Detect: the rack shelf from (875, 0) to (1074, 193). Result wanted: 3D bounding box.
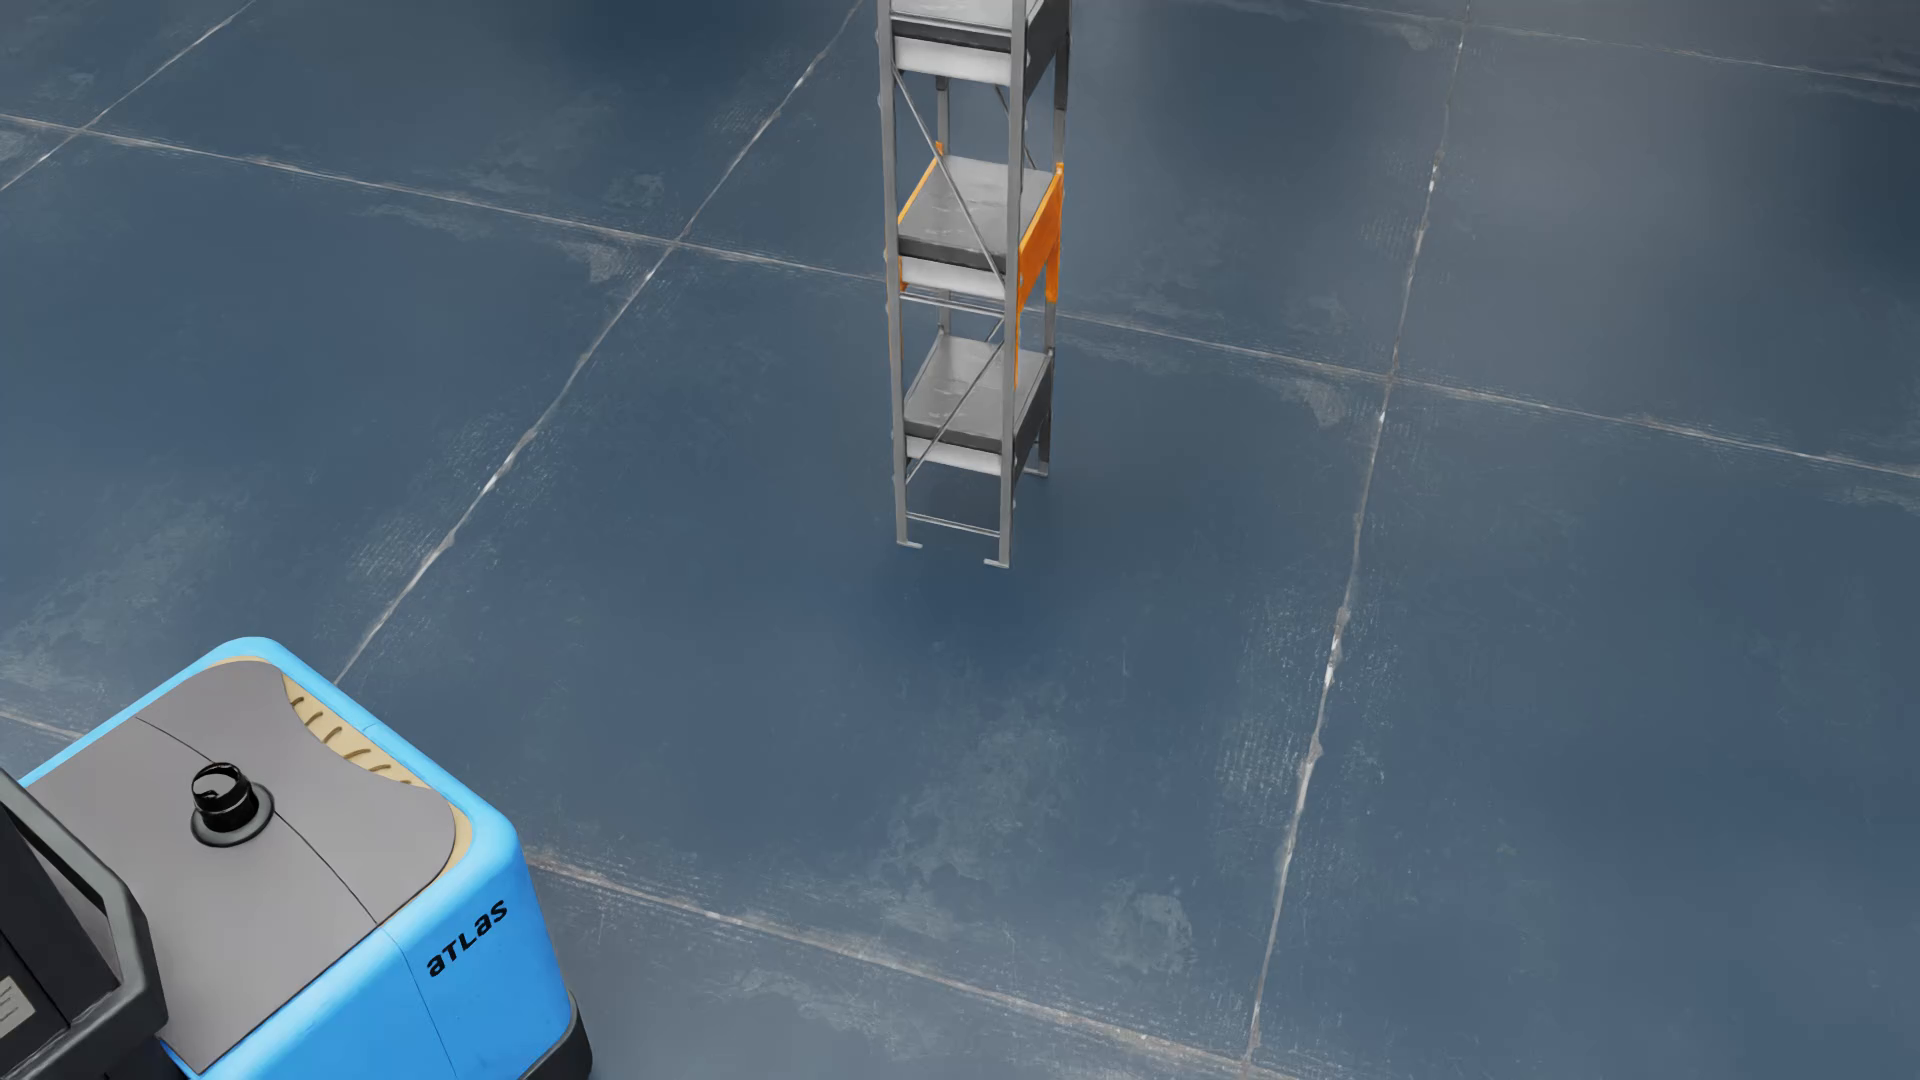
[{"bbox_3d":[0.050,-1.351,4.648,0.431,0.518,0.480,13,46,12],"label":"rack shelf"}]

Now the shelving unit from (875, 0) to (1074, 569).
[{"bbox_3d":[0.050,-0.861,5.128,0.431,2.100,0.503,13,46,12],"label":"shelving unit"}]

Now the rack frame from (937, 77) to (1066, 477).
[{"bbox_3d":[0.124,-1.023,5.295,0.400,2.100,0.015,13,46,12],"label":"rack frame"}]

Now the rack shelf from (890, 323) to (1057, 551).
[{"bbox_3d":[0.050,-0.351,5.628,0.431,0.518,0.480,13,46,12],"label":"rack shelf"}]

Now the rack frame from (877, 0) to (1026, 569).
[{"bbox_3d":[-0.024,-0.698,4.962,0.400,2.100,0.015,13,46,12],"label":"rack frame"}]

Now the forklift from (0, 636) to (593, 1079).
[{"bbox_3d":[-2.252,0.944,2.690,1.130,2.935,3.031,29,51,26],"label":"forklift"}]

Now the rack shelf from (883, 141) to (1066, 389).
[{"bbox_3d":[0.050,-0.851,5.138,0.431,0.518,0.480,13,46,12],"label":"rack shelf"}]
